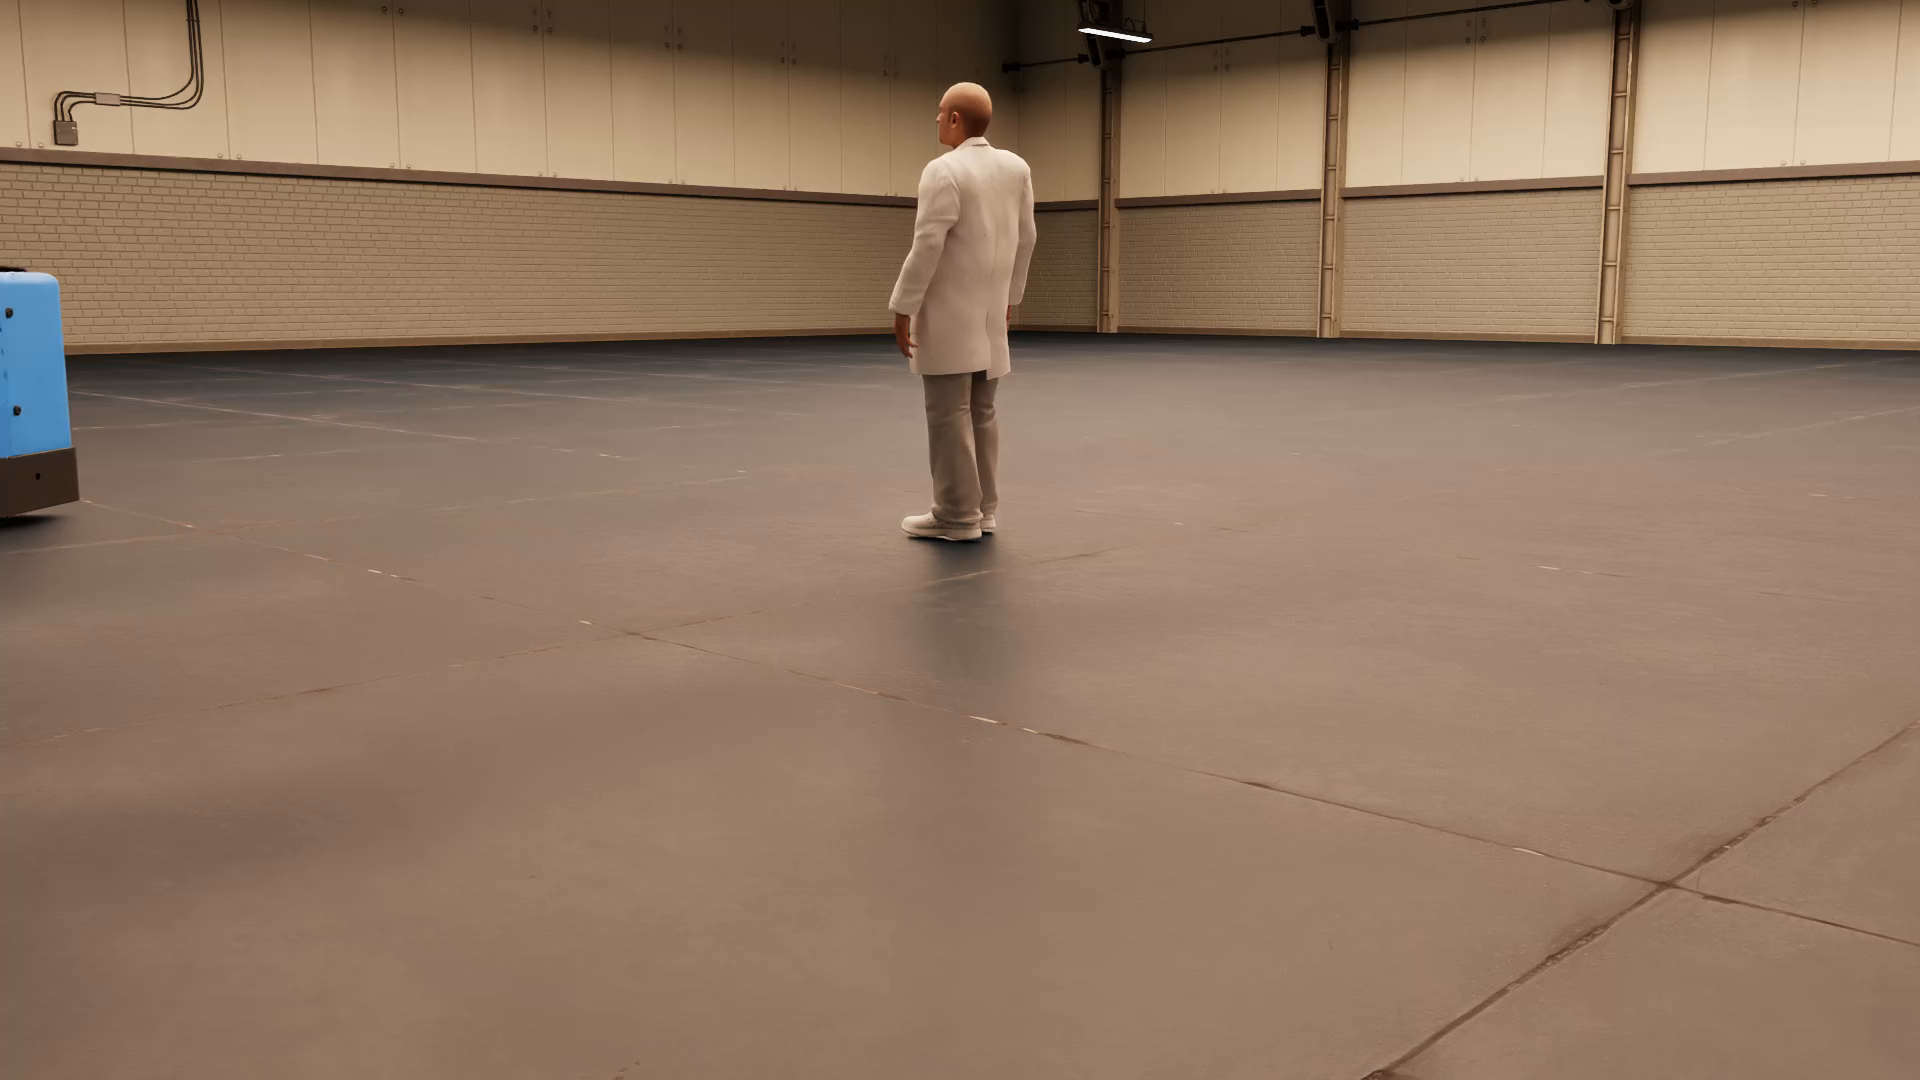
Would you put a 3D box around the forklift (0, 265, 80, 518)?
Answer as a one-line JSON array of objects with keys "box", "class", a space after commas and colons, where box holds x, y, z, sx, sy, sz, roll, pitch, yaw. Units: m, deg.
[{"box": [-5.451, -1.498, 6.821, 3.031, 2.935, 1.130, 0, 9, 3], "class": "forklift"}]

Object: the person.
[{"box": [-0.063, -0.896, 6.650, 0.578, 1.778, 0.696, 8, 12, 43], "class": "person"}]
